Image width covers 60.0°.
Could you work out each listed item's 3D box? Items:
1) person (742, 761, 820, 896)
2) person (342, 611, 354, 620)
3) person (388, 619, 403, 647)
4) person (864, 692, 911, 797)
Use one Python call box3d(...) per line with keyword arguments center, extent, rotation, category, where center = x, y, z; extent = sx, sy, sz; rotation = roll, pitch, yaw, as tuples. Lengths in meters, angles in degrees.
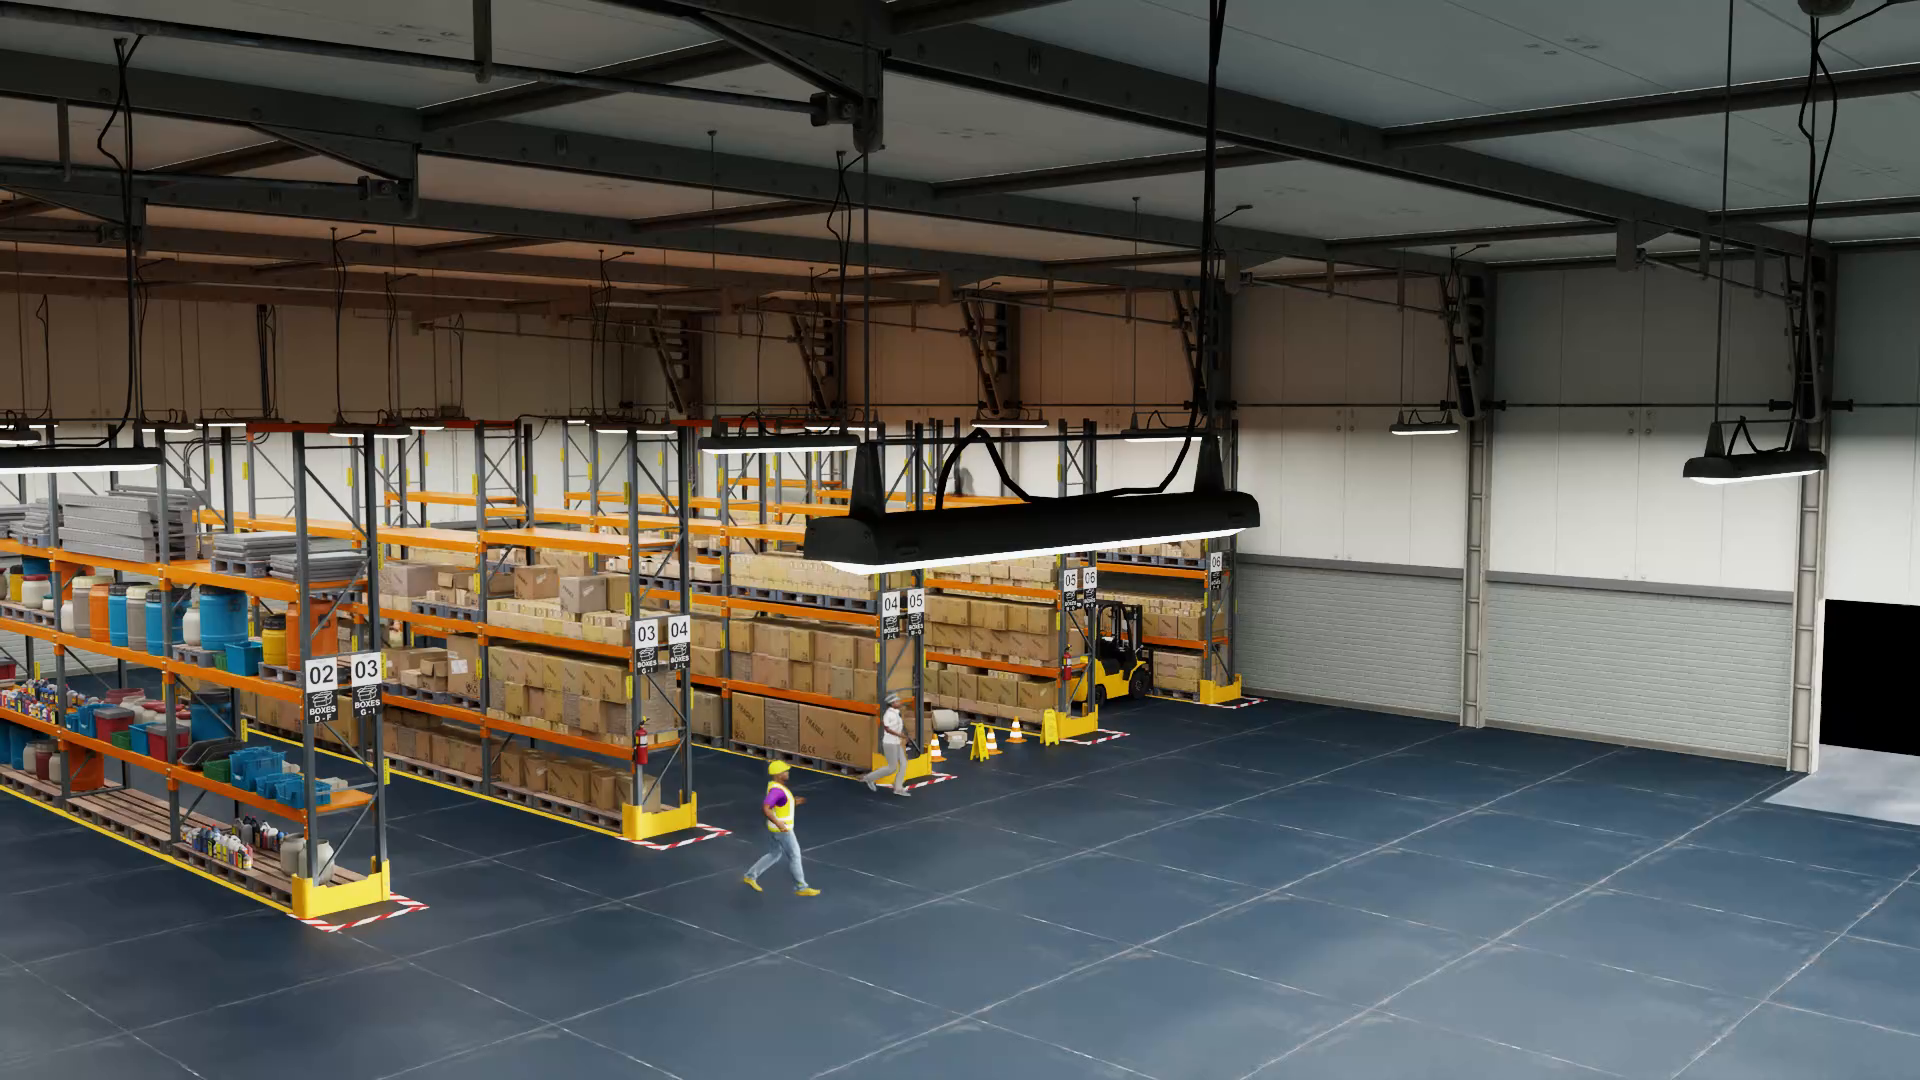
box3d(center=(-2.290, 3.685, 21.251), extent=(0.990, 1.748, 0.701), rotation=(-1, 5, -16), category="person")
box3d(center=(-14.382, 2.375, 39.035), extent=(0.766, 1.536, 0.528), rotation=(4, 6, 39), category="person")
box3d(center=(-12.197, 2.560, 35.937), extent=(0.747, 1.726, 0.546), rotation=(4, 6, 38), category="person")
box3d(center=(-1.157, 3.308, 26.967), extent=(0.757, 1.685, 0.594), rotation=(0, 5, 6), category="person")
